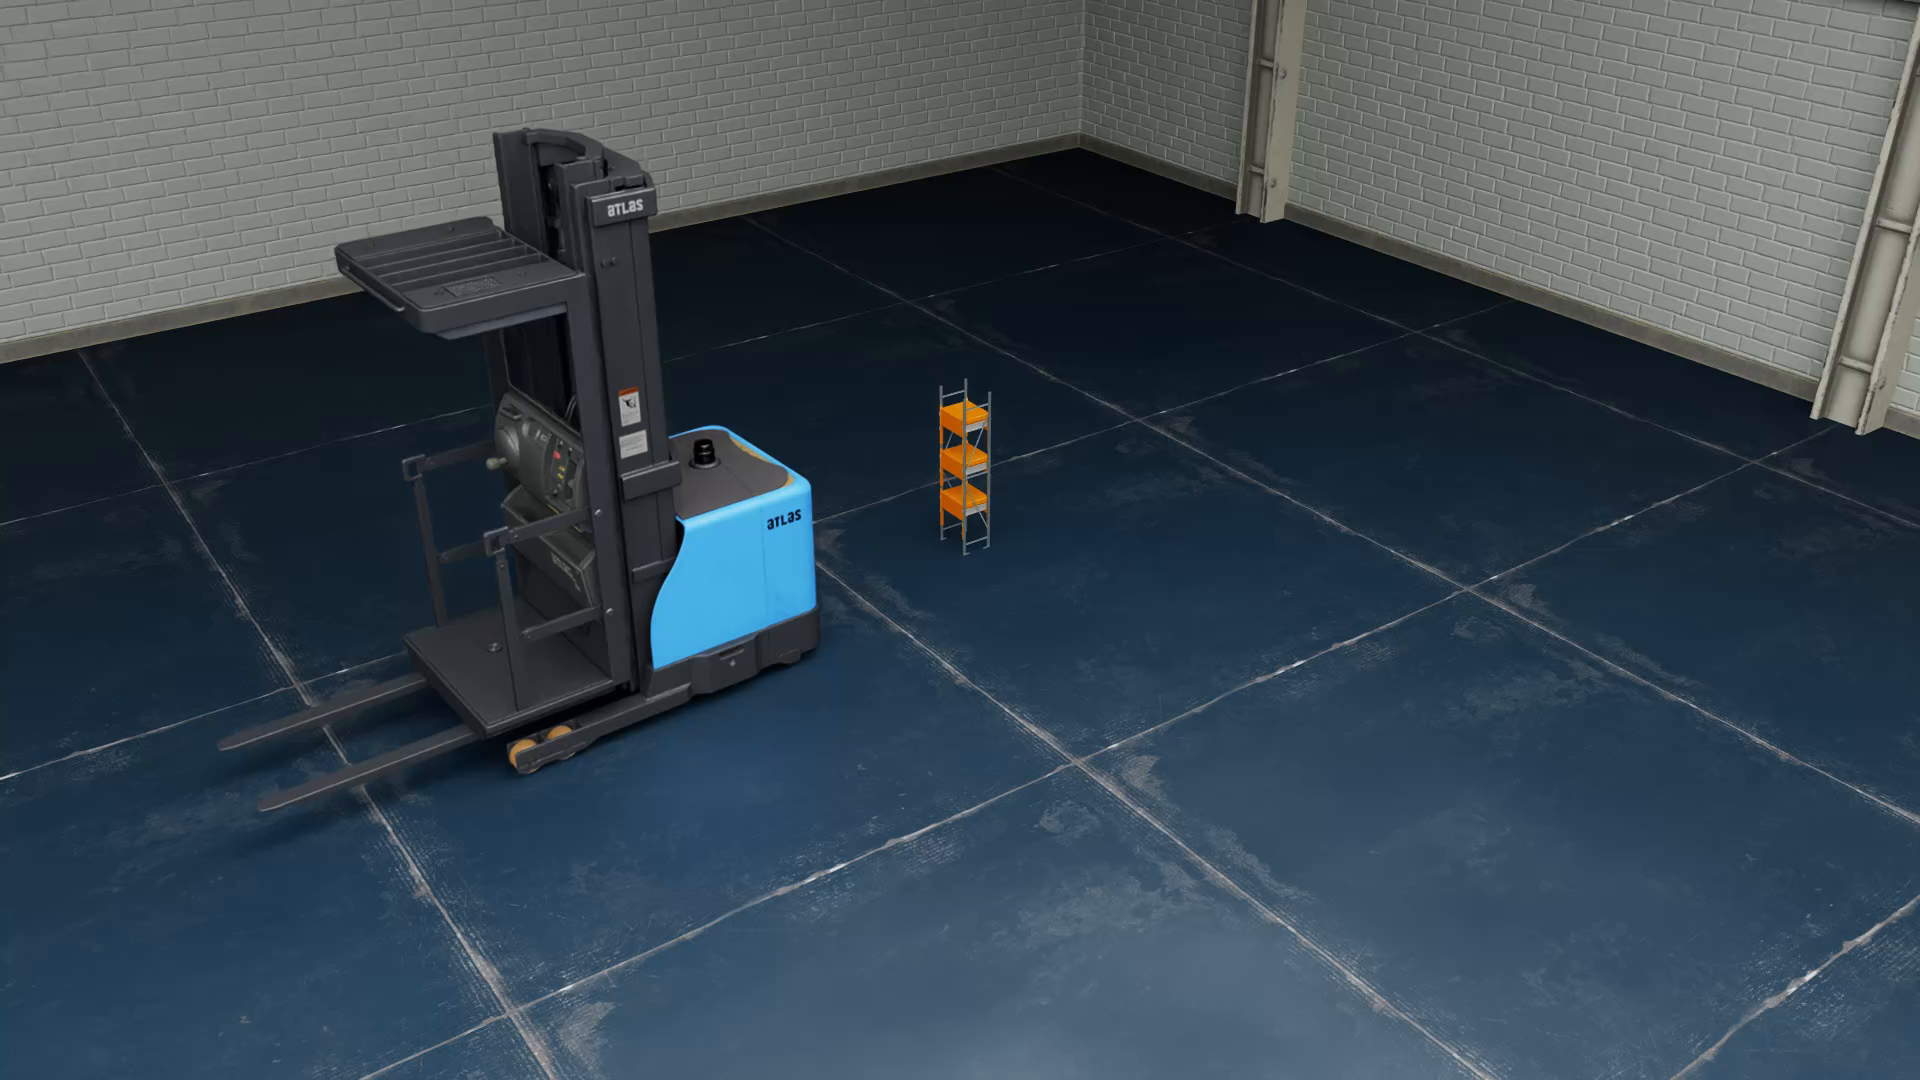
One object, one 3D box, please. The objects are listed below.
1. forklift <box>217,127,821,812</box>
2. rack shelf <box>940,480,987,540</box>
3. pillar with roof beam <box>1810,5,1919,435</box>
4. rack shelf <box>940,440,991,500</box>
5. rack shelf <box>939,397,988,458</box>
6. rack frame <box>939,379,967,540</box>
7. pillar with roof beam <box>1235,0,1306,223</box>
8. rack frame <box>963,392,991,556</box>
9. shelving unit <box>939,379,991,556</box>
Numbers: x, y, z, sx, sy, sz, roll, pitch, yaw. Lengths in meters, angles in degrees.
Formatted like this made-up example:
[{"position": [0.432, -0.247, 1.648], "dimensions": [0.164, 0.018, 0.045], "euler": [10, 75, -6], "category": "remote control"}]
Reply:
[{"position": [-2.250, -0.404, 8.150], "dimensions": [3.031, 2.935, 1.130], "euler": [-20, 35, -33], "category": "forklift"}, {"position": [0.031, -0.187, 10.325], "dimensions": [0.215, 0.259, 0.240], "euler": [-19, 34, -31], "category": "rack shelf"}, {"position": [2.928, -3.625, 7.723], "dimensions": [9.100, 9.000, 0.400], "euler": [-19, 34, -31], "category": "pillar with roof beam"}, {"position": [0.031, -0.431, 10.193], "dimensions": [0.215, 0.259, 0.240], "euler": [-19, 34, -31], "category": "rack shelf"}, {"position": [0.031, -0.681, 10.057], "dimensions": [0.215, 0.259, 0.240], "euler": [-19, 34, -31], "category": "rack shelf"}, {"position": [-0.040, -0.488, 10.275], "dimensions": [0.200, 1.050, 0.008], "euler": [-19, 34, -31], "category": "rack frame"}, {"position": [-0.552, -5.958, 12.018], "dimensions": [9.100, 9.000, 0.400], "euler": [-19, 34, -31], "category": "pillar with roof beam"}, {"position": [0.102, -0.393, 10.100], "dimensions": [0.200, 1.050, 0.008], "euler": [-19, 34, -31], "category": "rack frame"}, {"position": [0.031, -0.441, 10.188], "dimensions": [0.215, 1.050, 0.252], "euler": [-19, 34, -31], "category": "shelving unit"}]
